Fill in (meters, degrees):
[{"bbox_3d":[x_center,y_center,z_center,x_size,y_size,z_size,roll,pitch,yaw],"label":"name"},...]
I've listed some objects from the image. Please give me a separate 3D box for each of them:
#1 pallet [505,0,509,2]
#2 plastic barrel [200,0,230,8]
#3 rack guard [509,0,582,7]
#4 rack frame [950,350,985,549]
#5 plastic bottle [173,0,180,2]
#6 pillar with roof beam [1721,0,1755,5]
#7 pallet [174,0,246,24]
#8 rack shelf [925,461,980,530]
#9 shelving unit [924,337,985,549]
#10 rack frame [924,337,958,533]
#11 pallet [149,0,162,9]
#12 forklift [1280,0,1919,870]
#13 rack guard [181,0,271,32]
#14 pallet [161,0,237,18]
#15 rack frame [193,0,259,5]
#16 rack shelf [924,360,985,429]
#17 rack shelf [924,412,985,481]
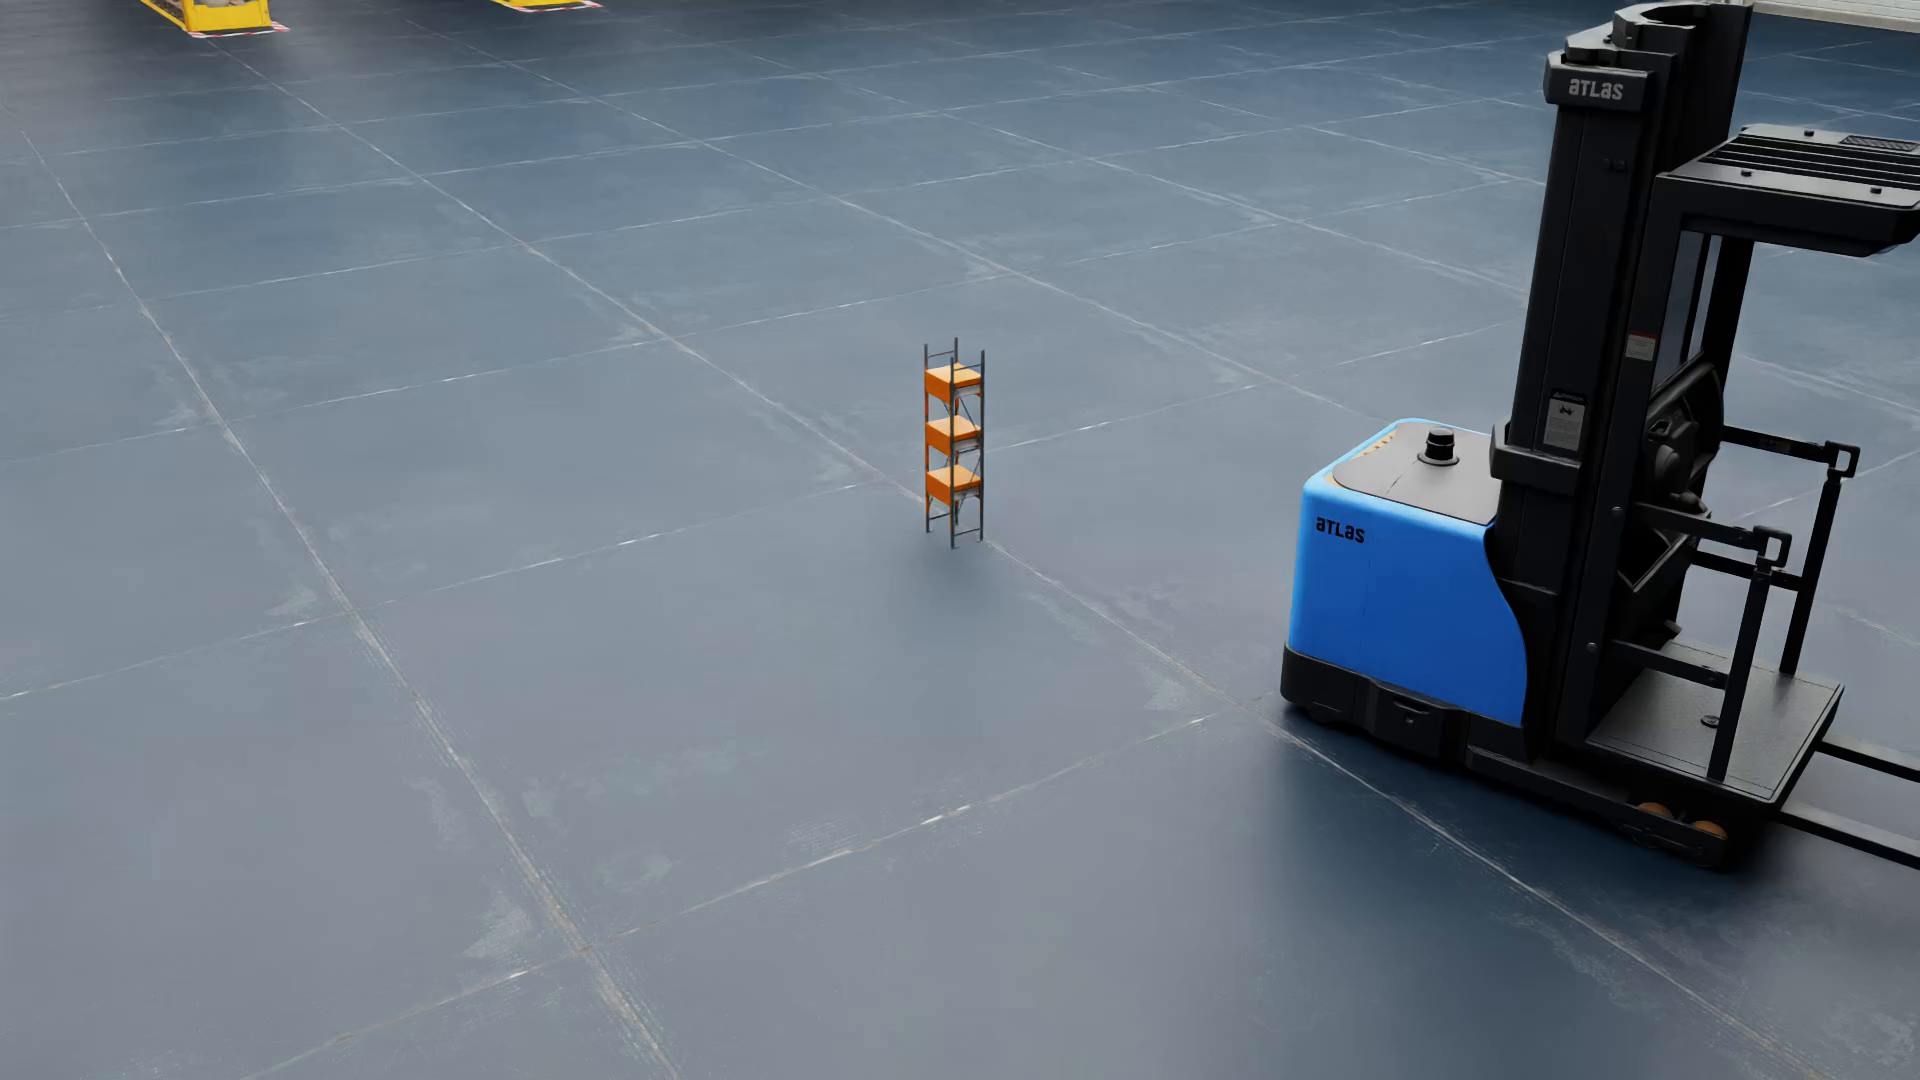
[{"bbox_3d":[-7.309,-9.332,28.272,1.003,0.211,1.213,-16,29,-30],"label":"pallet"},{"bbox_3d":[-11.427,-8.396,25.443,0.421,0.512,0.421,0,25,0],"label":"plastic barrel"},{"bbox_3d":[-6.895,-9.164,27.577,1.175,0.500,0.348,-16,29,-30],"label":"rack guard"},{"bbox_3d":[0.037,-0.450,8.474,0.200,1.050,0.008,-16,29,-30],"label":"rack frame"},{"bbox_3d":[-12.373,-8.601,26.219,0.097,0.201,0.097,0,25,0],"label":"plastic bottle"},{"bbox_3d":[8.925,-11.612,22.806,9.100,9.000,0.400,-16,29,-30],"label":"pillar with roof beam"},{"bbox_3d":[-11.523,-8.160,25.788,1.003,0.211,1.213,-16,29,-30],"label":"pallet"},{"bbox_3d":[-0.029,-0.233,8.690,0.215,0.259,0.240,-16,29,-30],"label":"rack shelf"},{"bbox_3d":[-0.029,-0.494,8.566,0.215,1.050,0.252,-16,29,-30],"label":"shelving unit"},{"bbox_3d":[-0.096,-0.538,8.659,0.200,1.050,0.008,-16,29,-30],"label":"rack frame"},{"bbox_3d":[-12.855,-9.033,27.637,1.003,0.211,1.213,-16,29,-30],"label":"pallet"},{"bbox_3d":[2.854,-0.368,6.095,3.031,2.935,1.130,19,31,34],"label":"forklift"},{"bbox_3d":[-11.084,-7.999,25.109,1.175,0.500,0.348,-16,29,-30],"label":"rack guard"},{"bbox_3d":[-12.185,-8.596,26.712,1.003,0.211,1.213,-16,29,-30],"label":"pallet"},{"bbox_3d":[-11.003,-9.113,24.541,1.000,3.000,0.127,-16,29,-30],"label":"rack frame"},{"bbox_3d":[-0.029,-0.741,8.450,0.215,0.259,0.240,-16,29,-30],"label":"rack shelf"},{"bbox_3d":[-0.029,-0.484,8.571,0.215,0.259,0.240,-16,29,-30],"label":"rack shelf"}]
